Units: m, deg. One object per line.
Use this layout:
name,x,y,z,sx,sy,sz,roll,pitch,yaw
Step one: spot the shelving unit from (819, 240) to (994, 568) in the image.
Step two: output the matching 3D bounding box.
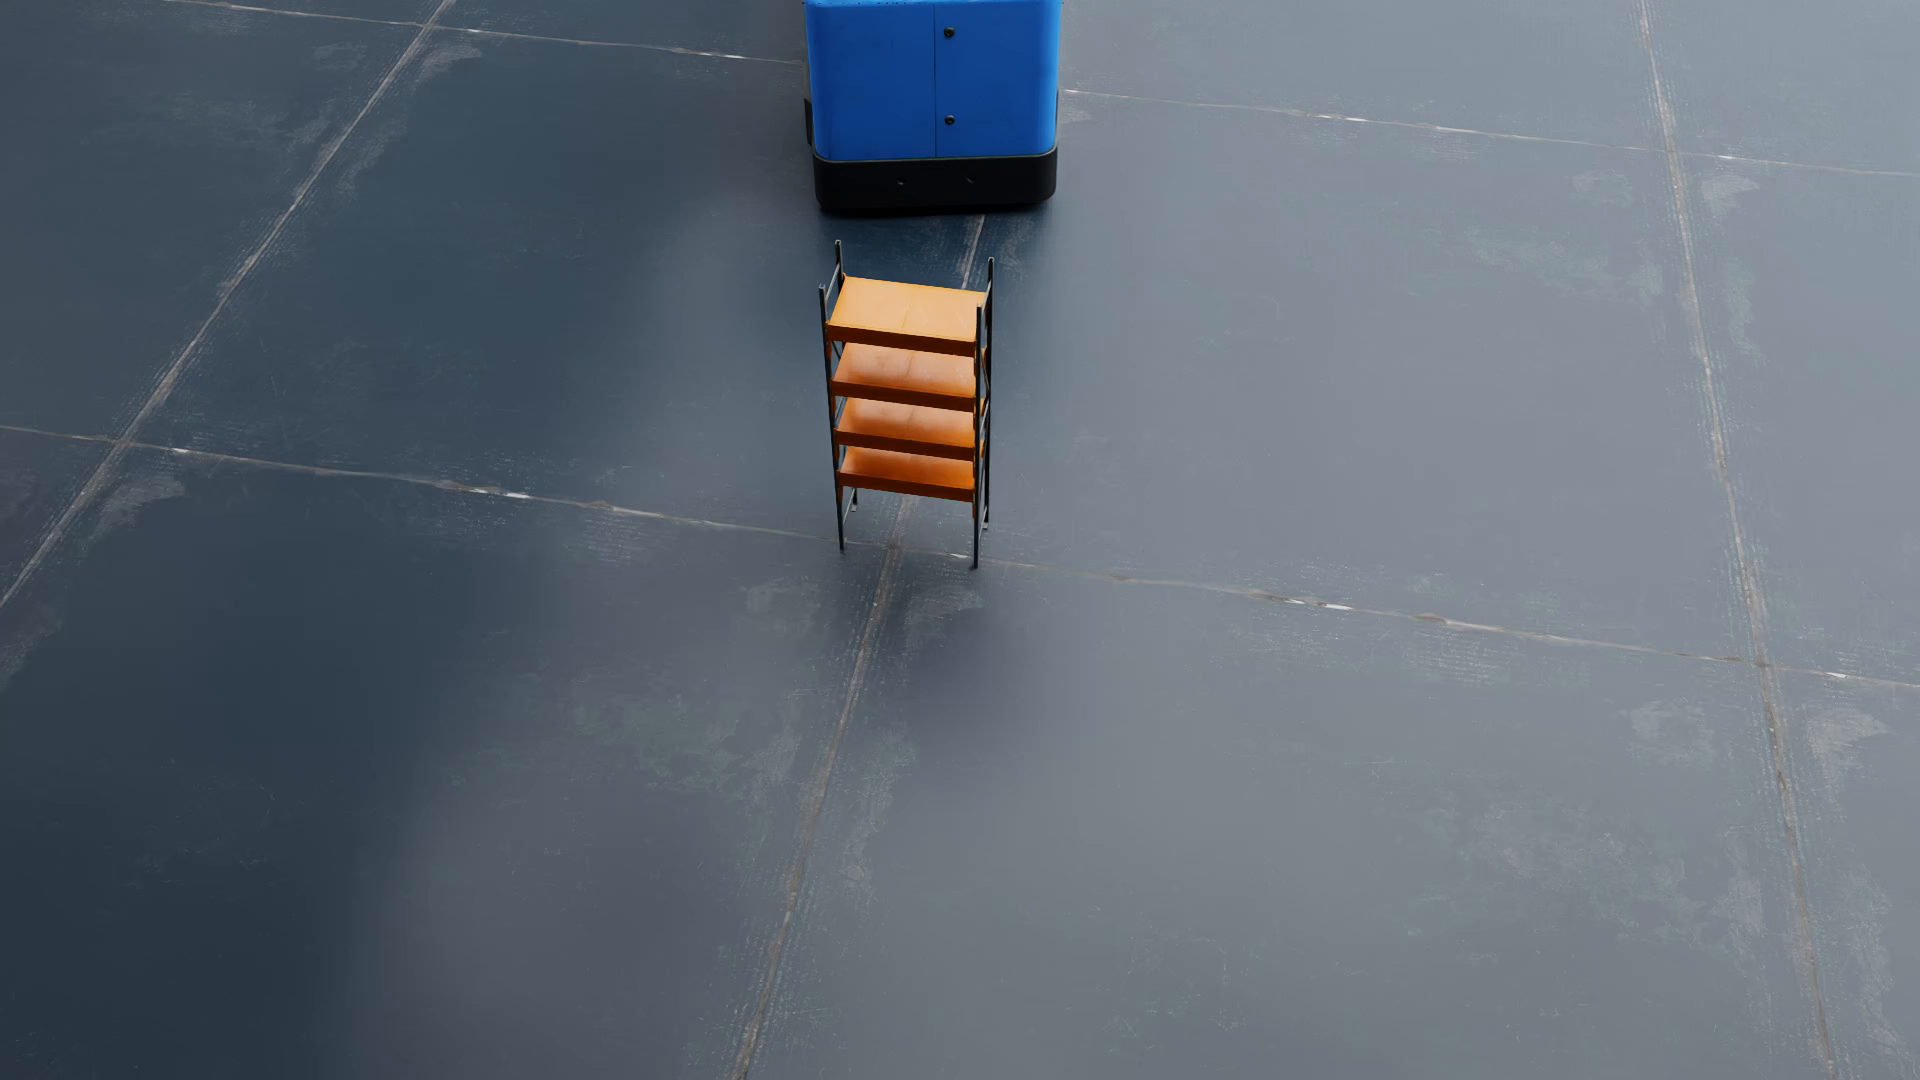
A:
shelving unit,-0.163,-0.423,5.572,0.503,1.200,0.258,8,49,7

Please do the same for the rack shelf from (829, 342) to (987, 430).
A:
rack shelf,-0.163,-0.527,5.456,0.480,0.148,0.258,8,49,7

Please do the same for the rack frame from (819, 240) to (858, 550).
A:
rack frame,-0.403,-0.455,5.601,0.015,1.200,0.240,8,49,7

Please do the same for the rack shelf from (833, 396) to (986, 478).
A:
rack shelf,-0.163,-0.378,5.622,0.480,0.148,0.258,8,49,7

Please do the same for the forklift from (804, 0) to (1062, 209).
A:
forklift,-0.179,-3.503,7.176,1.130,2.935,3.031,-2,48,-2

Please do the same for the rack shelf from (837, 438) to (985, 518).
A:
rack shelf,-0.163,-0.245,5.770,0.480,0.148,0.258,8,49,7

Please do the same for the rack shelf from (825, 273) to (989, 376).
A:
rack shelf,-0.163,-0.686,5.280,0.480,0.148,0.258,8,49,7

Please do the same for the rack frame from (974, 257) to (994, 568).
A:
rack frame,0.077,-0.391,5.543,0.015,1.200,0.240,8,49,7
